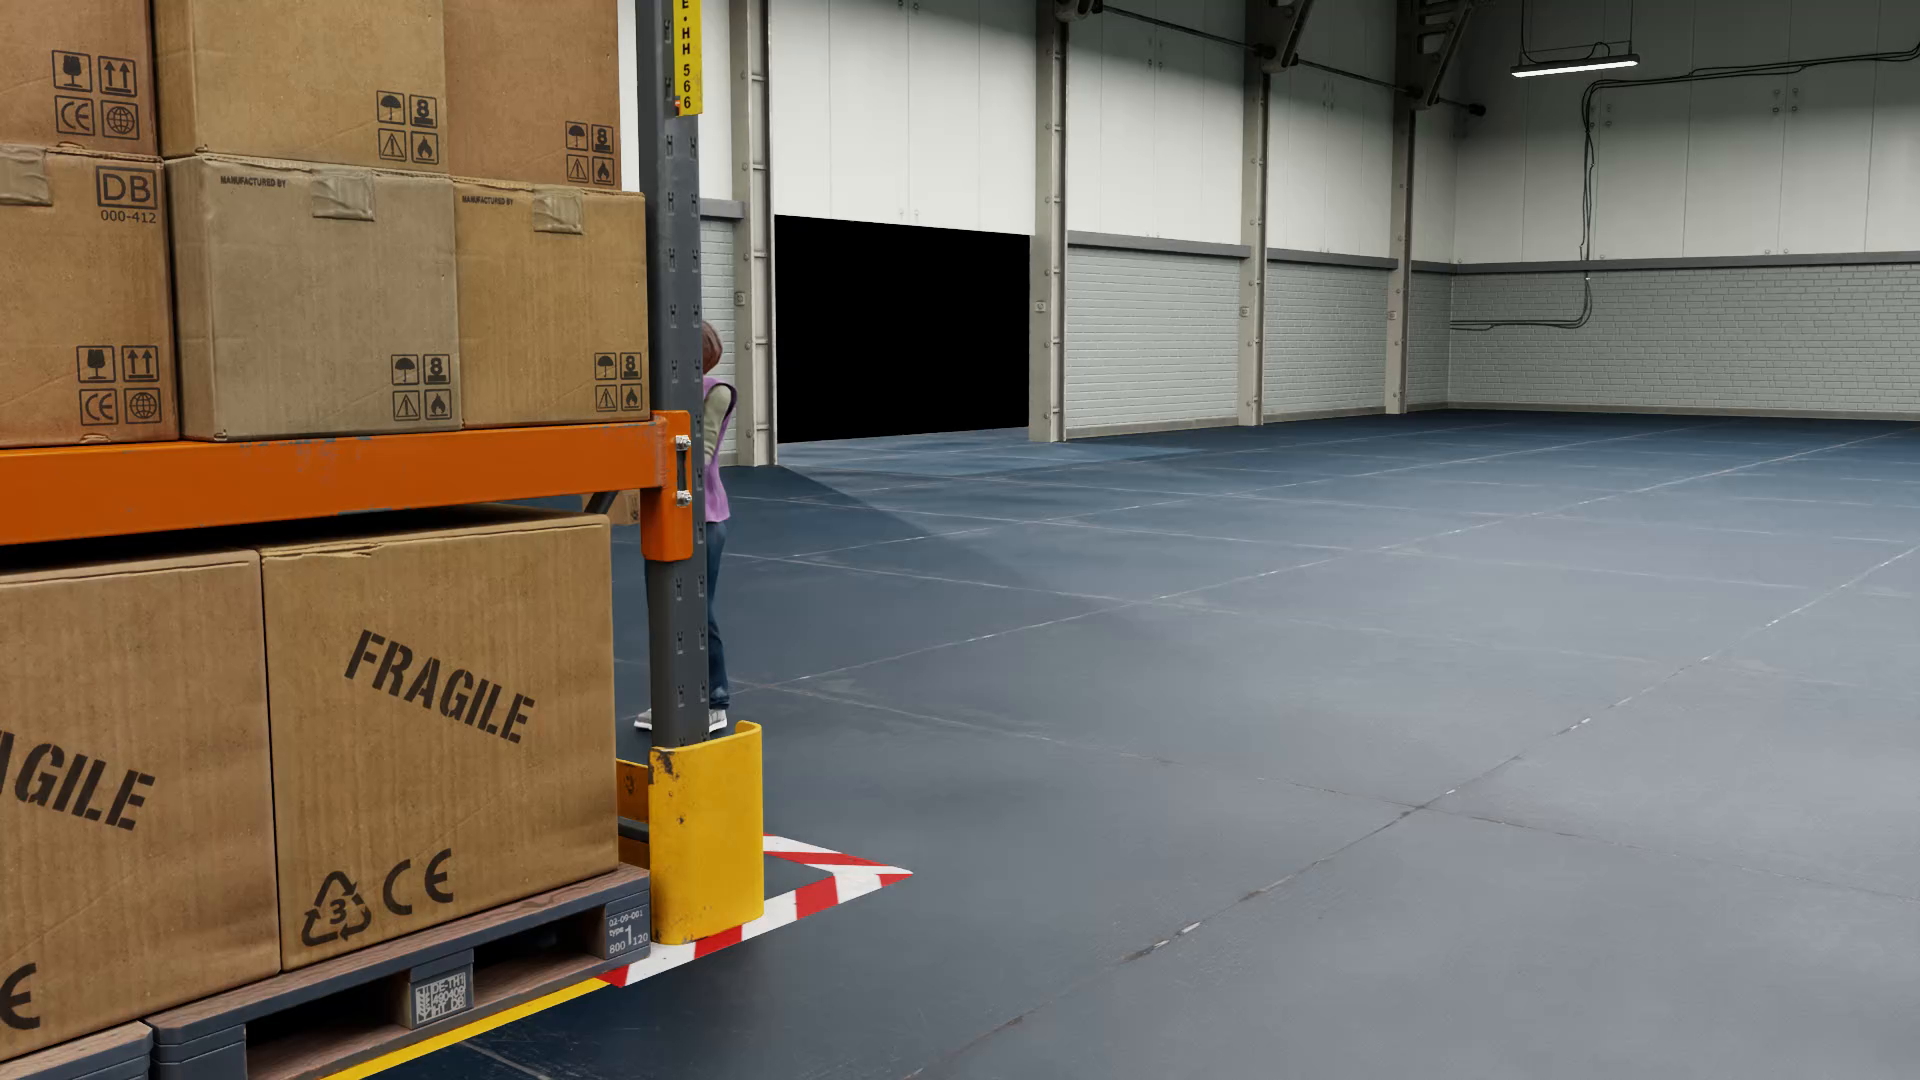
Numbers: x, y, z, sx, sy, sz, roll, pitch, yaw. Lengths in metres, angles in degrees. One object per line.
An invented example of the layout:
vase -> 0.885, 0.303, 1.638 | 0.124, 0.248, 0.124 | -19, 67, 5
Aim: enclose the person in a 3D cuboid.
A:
person -> -1.106, -0.049, 6.295 | 0.405, 1.589, 0.497 | 6, 9, 39
